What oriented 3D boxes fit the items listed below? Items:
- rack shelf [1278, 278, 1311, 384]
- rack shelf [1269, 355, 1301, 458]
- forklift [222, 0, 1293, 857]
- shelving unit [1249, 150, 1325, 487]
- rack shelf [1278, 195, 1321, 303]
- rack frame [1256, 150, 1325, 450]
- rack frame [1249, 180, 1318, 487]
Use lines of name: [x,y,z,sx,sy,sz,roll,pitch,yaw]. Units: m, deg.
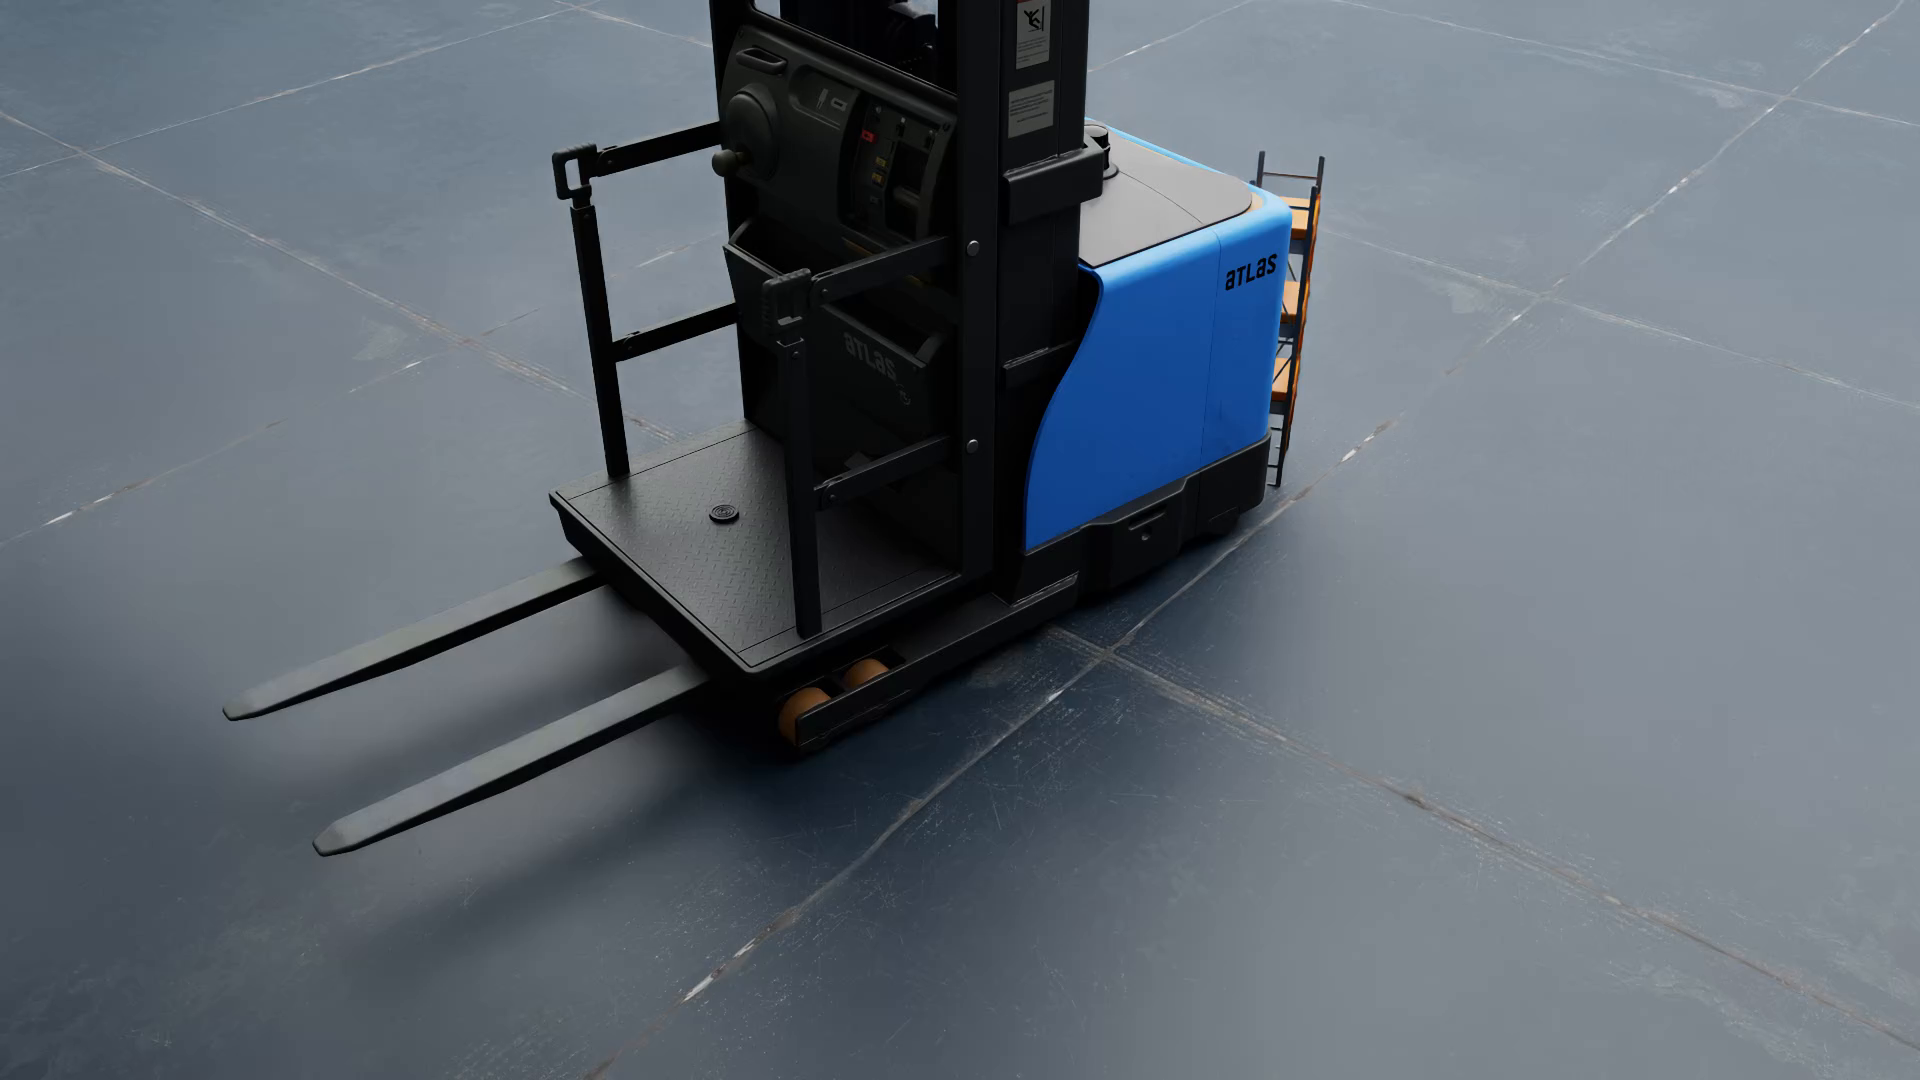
rack shelf: [0.995,-0.684,5.336,0.215,0.259,0.240,9,35,13]
rack shelf: [0.996,-0.454,5.493,0.215,0.259,0.240,9,35,13]
forklift: [-0.490,-0.985,4.096,3.031,2.935,1.130,-24,41,-31]
shelving unit: [0.995,-0.692,5.330,0.215,1.050,0.252,9,35,13]
rack shelf: [0.994,-0.918,5.176,0.215,0.259,0.240,9,35,13]
rack frame: [1.027,-0.759,5.427,0.200,1.050,0.008,9,35,13]
rack frame: [0.963,-0.626,5.233,0.200,1.050,0.008,9,35,13]
